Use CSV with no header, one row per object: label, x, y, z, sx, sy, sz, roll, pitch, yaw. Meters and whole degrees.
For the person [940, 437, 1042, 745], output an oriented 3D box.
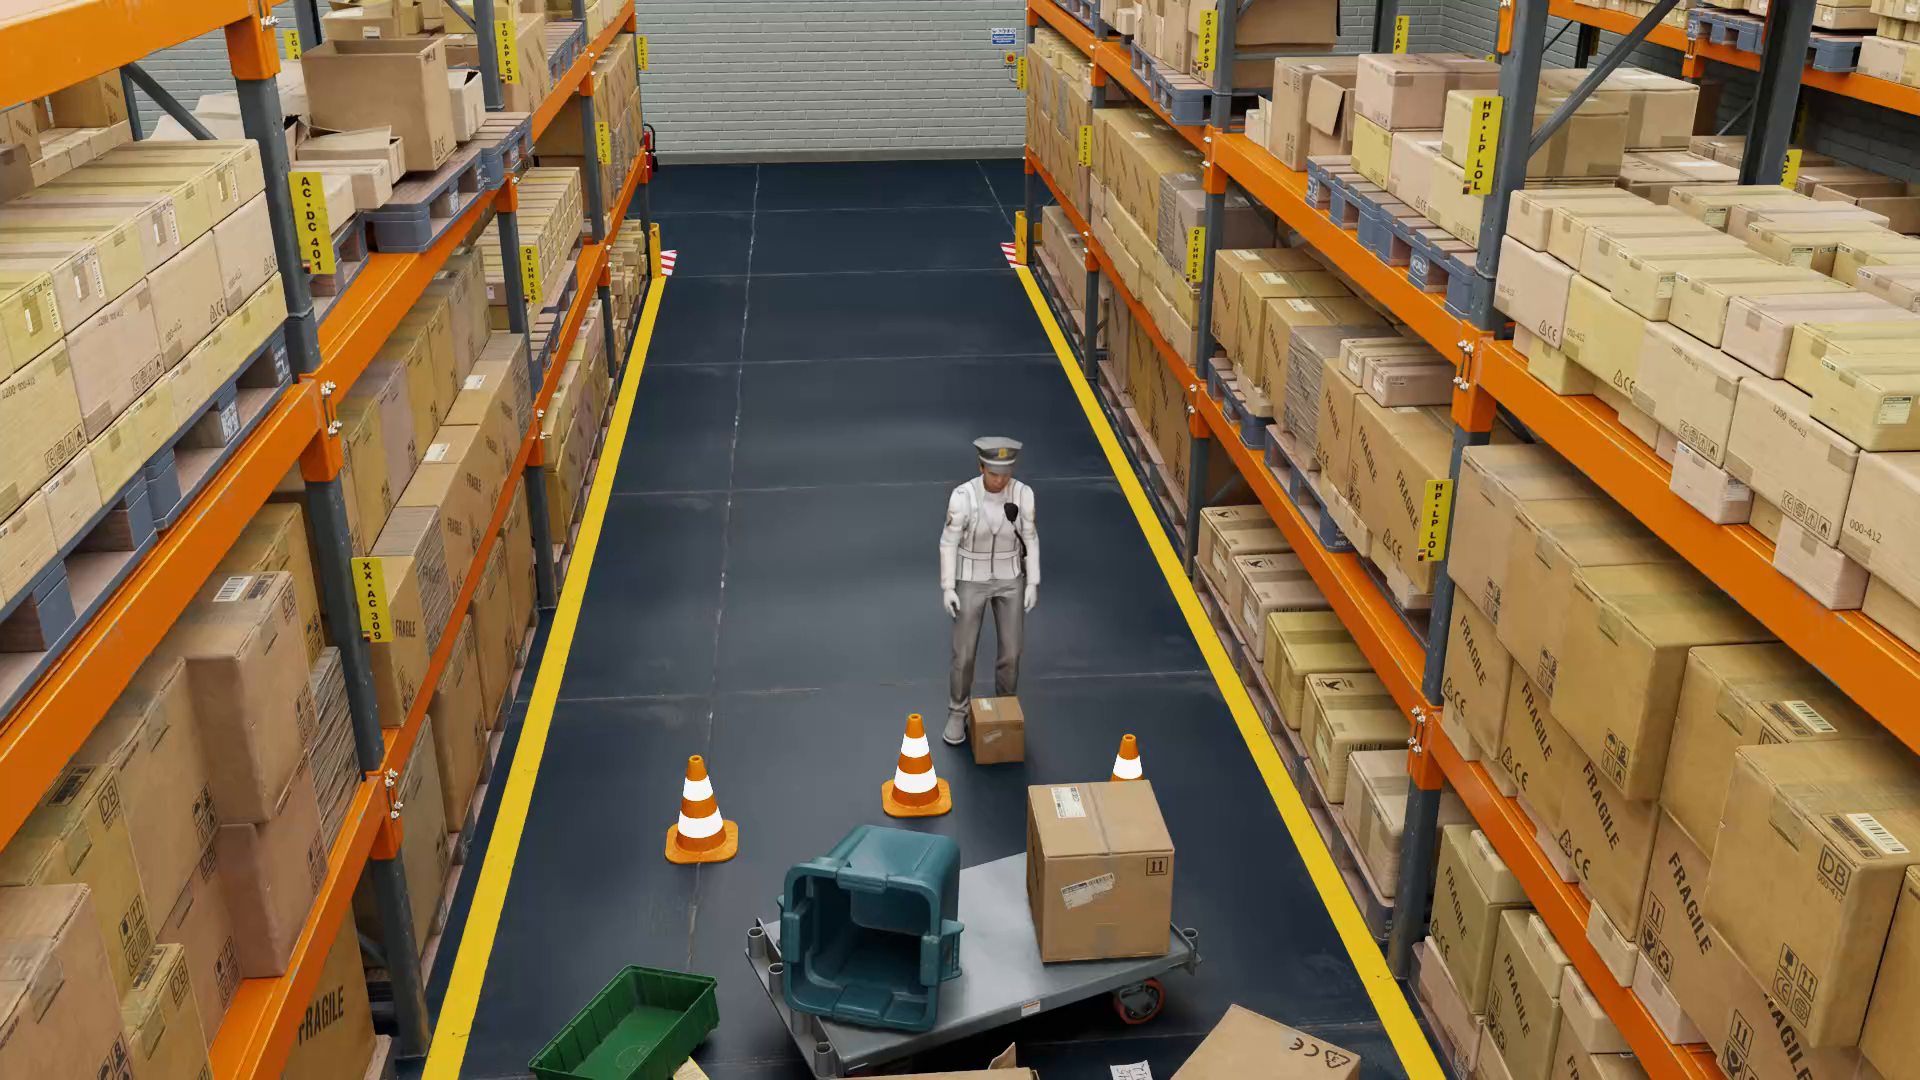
person,0.162,0.243,8.550,0.535,1.662,0.374,-4,24,-8
